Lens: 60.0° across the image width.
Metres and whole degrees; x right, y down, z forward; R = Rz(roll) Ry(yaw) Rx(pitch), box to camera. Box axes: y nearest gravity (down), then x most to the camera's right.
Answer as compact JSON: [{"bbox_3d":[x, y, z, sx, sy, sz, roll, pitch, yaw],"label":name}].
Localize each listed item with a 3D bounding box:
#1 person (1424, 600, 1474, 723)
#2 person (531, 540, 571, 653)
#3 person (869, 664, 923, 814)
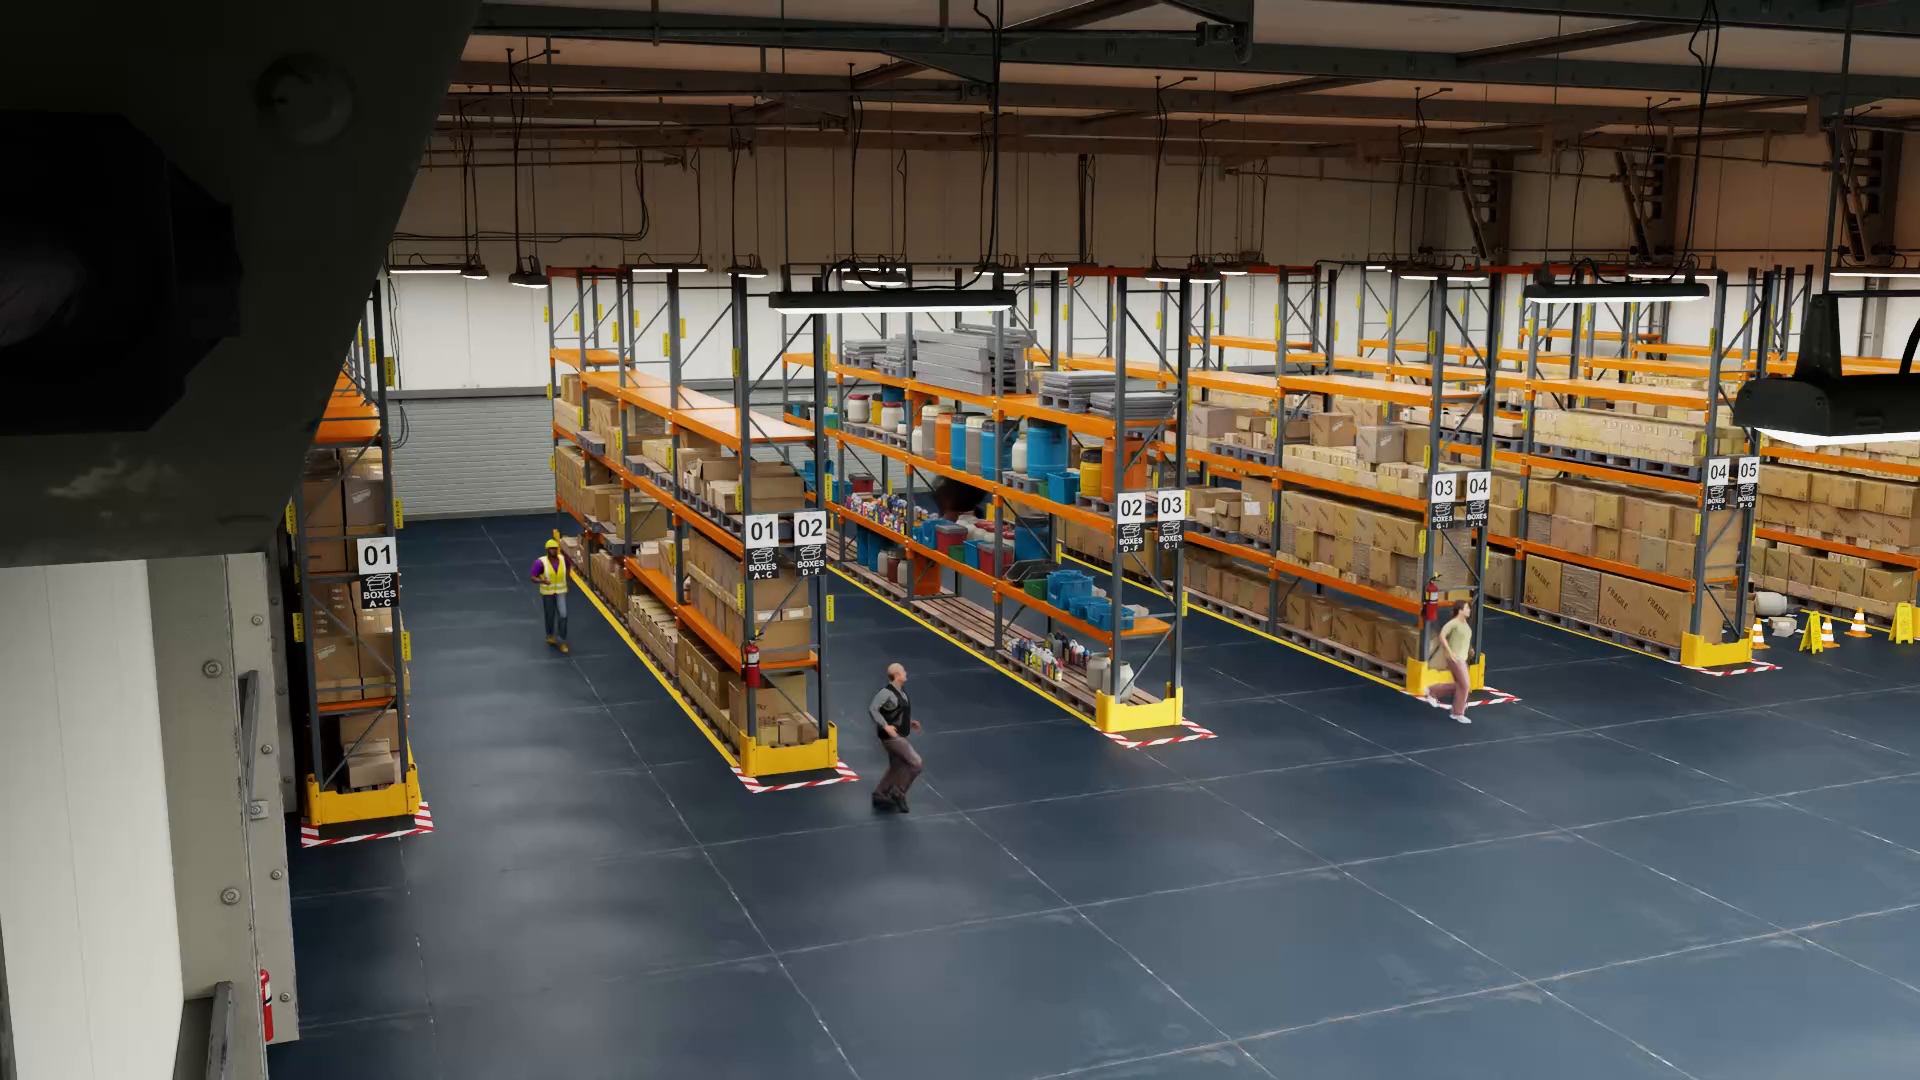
[{"bbox_3d":[6.751,1.622,22.758,0.736,1.642,0.619,8,13,38],"label":"person"},{"bbox_3d":[-6.501,0.889,26.530,0.674,1.827,0.773,-4,11,-23],"label":"person"},{"bbox_3d":[-0.709,2.246,18.892,0.654,1.710,0.671,2,10,13],"label":"person"}]
